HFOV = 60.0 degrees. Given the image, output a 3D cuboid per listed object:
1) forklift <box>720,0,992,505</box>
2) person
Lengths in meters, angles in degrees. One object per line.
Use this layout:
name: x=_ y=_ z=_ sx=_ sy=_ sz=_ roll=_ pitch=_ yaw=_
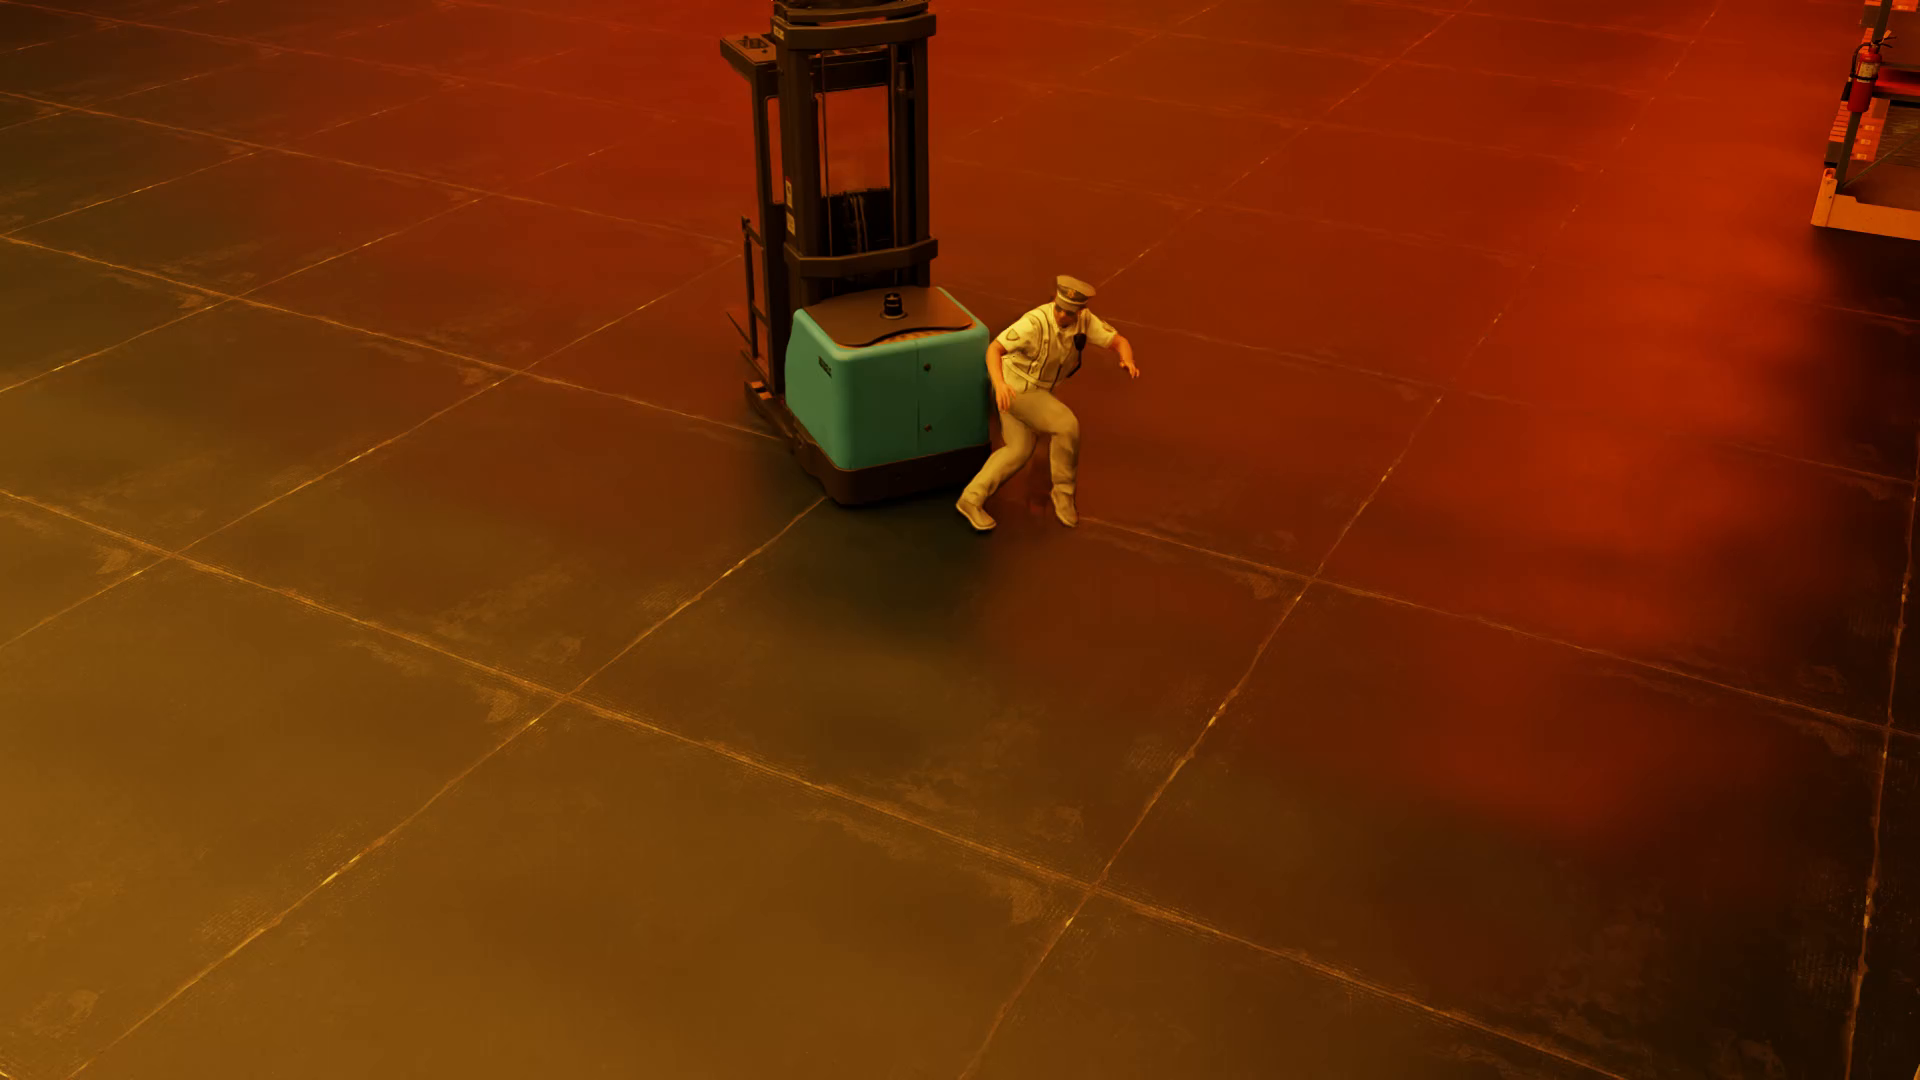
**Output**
forklift: x=-0.855 y=-2.203 z=10.887 sx=1.130 sy=2.935 sz=3.031 roll=-12 pitch=32 yaw=-20
person: x=0.538 y=-0.803 z=9.874 sx=0.972 sy=1.511 sz=0.997 roll=18 pitch=34 yaw=28
